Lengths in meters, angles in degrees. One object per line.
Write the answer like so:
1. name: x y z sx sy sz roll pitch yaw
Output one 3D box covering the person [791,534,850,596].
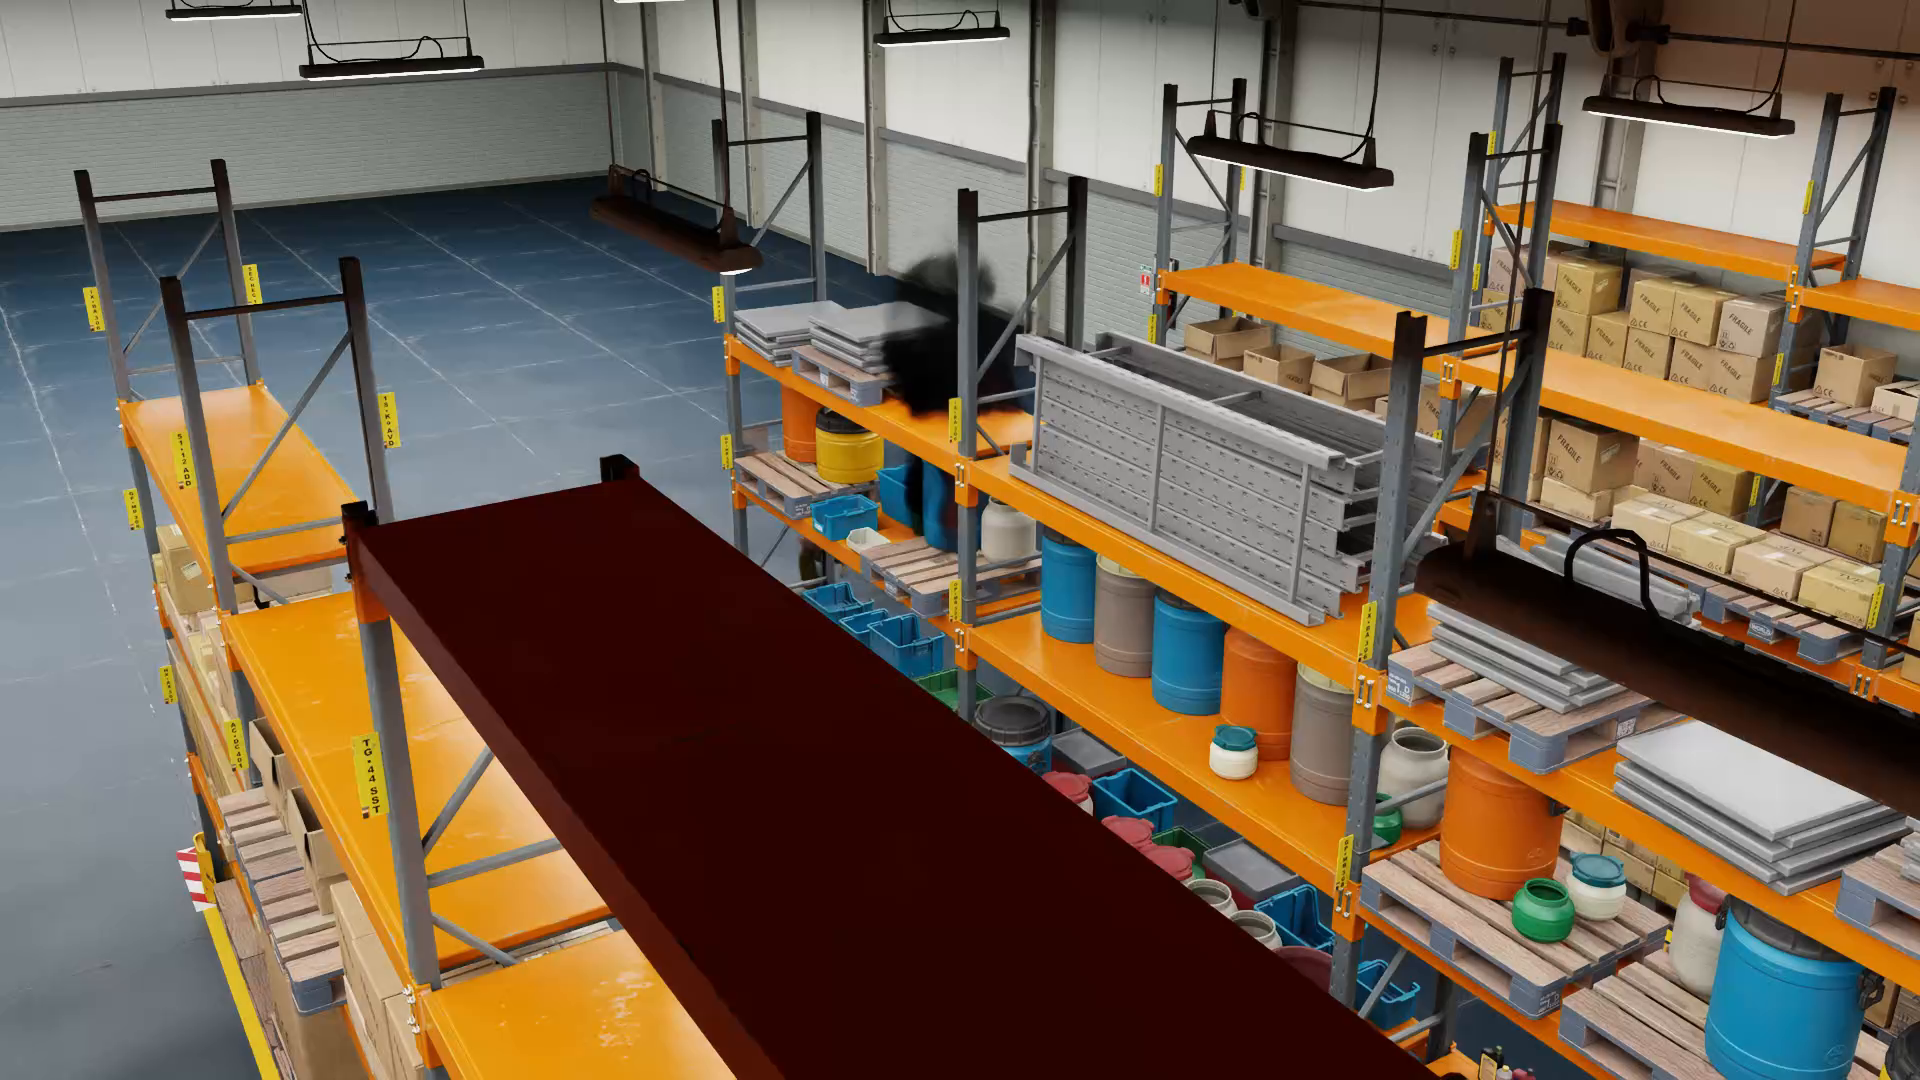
1. person: -1.620 -0.168 19.514 0.825 1.737 0.726 -4 22 -9
